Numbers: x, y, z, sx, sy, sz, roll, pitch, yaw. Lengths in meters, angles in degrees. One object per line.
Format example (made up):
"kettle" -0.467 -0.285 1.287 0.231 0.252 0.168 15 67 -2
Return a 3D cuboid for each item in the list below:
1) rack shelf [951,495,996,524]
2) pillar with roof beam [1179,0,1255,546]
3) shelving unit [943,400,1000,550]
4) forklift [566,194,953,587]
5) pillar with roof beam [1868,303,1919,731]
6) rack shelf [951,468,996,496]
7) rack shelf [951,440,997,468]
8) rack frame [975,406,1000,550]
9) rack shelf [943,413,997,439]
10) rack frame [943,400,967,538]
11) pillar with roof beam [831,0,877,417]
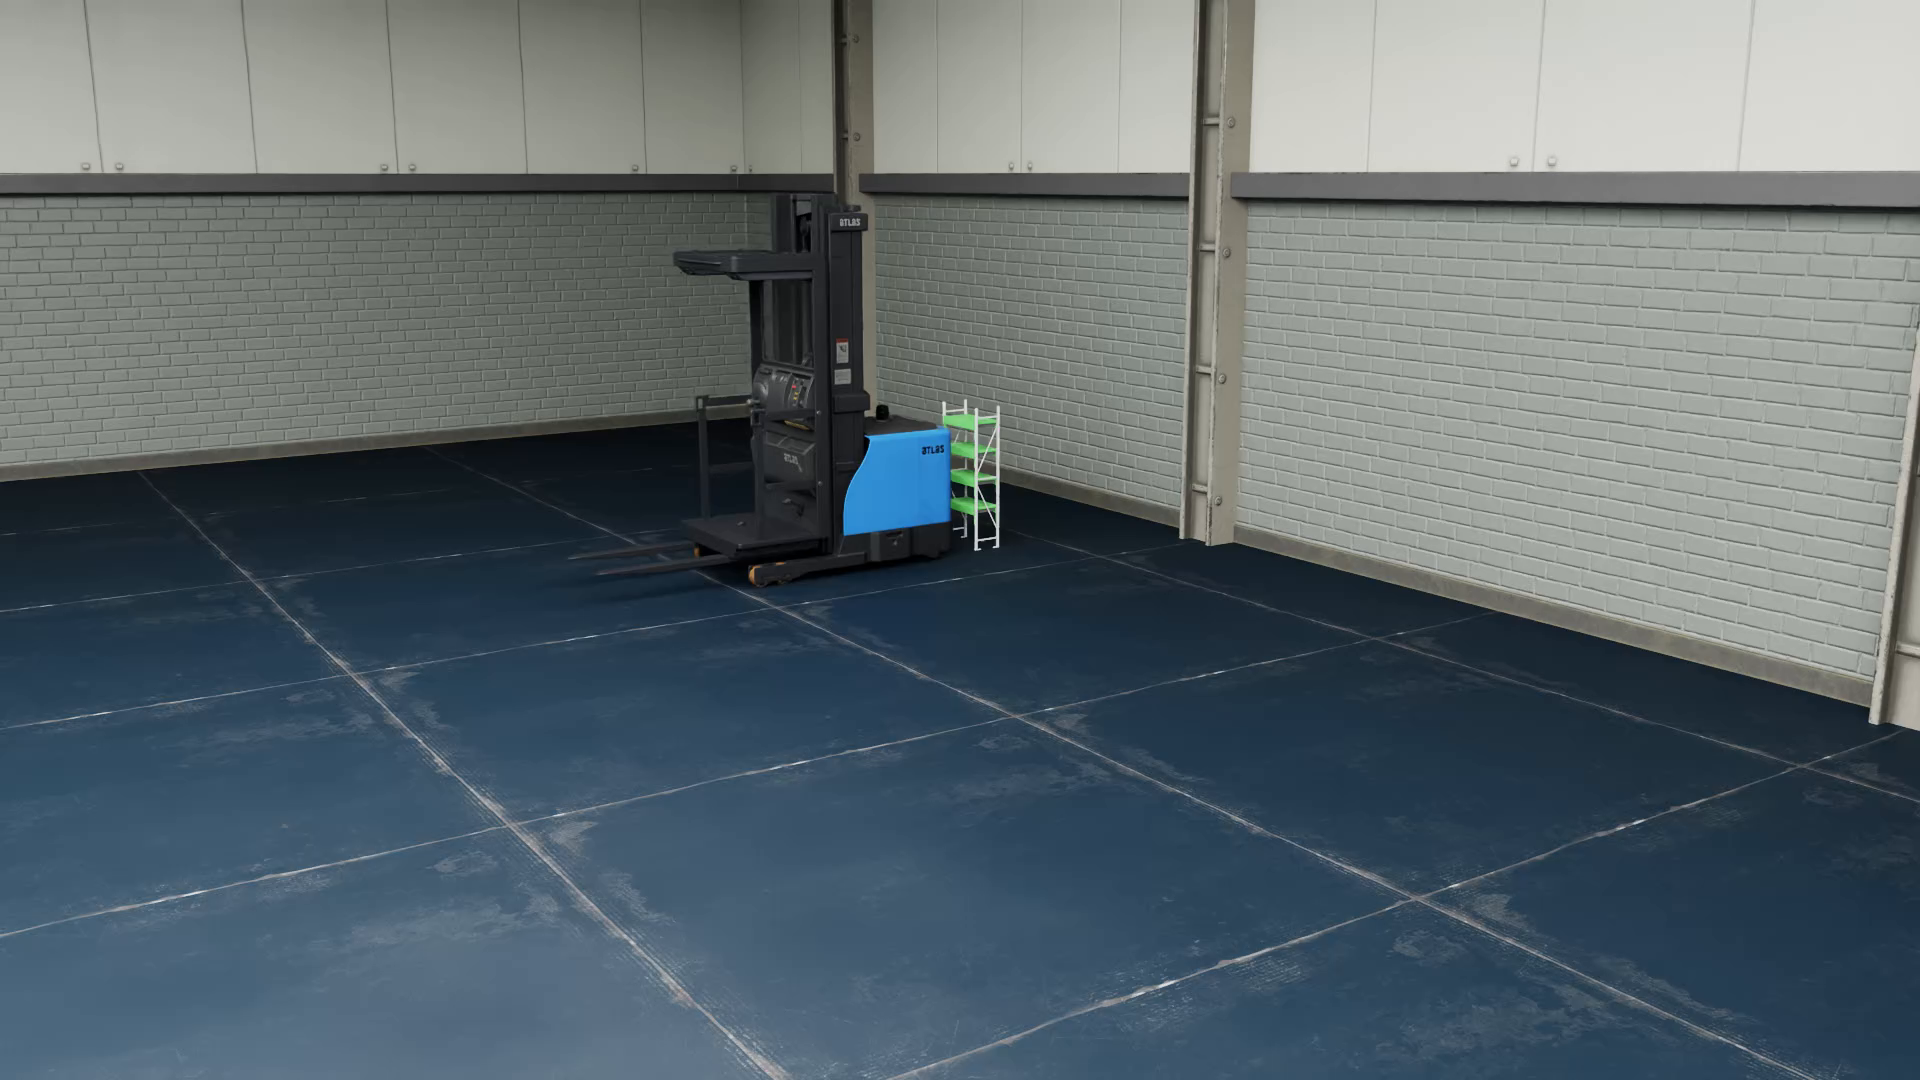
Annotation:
"rack shelf" 0.092 -0.260 14.164 0.258 0.148 0.480 -8 15 -33
"pillar with roof beam" -1.446 -3.889 11.080 9.100 9.000 0.400 -8 15 -33
"shelving unit" 0.092 -0.557 14.099 0.258 1.200 0.503 -8 15 -33
"forklift" -1.569 -1.201 12.992 3.031 2.935 1.130 -8 15 -33
"pillar with roof beam" 1.879 -2.822 6.200 9.100 9.000 0.400 -8 15 -33
"rack shelf" 0.092 -0.494 14.113 0.258 0.148 0.480 -8 15 -33
"rack shelf" 0.092 -0.729 14.061 0.258 0.148 0.480 -8 15 -33
"rack frame" 0.227 -0.513 13.901 0.240 1.200 0.015 -8 15 -33
"rack shelf" 0.092 -0.963 14.010 0.258 0.148 0.480 -8 15 -33
"rack frame" -0.043 -0.600 14.297 0.240 1.200 0.015 -8 15 -33
"pillar with roof beam" -4.770 -4.956 15.960 9.100 9.000 0.400 -8 15 -33
